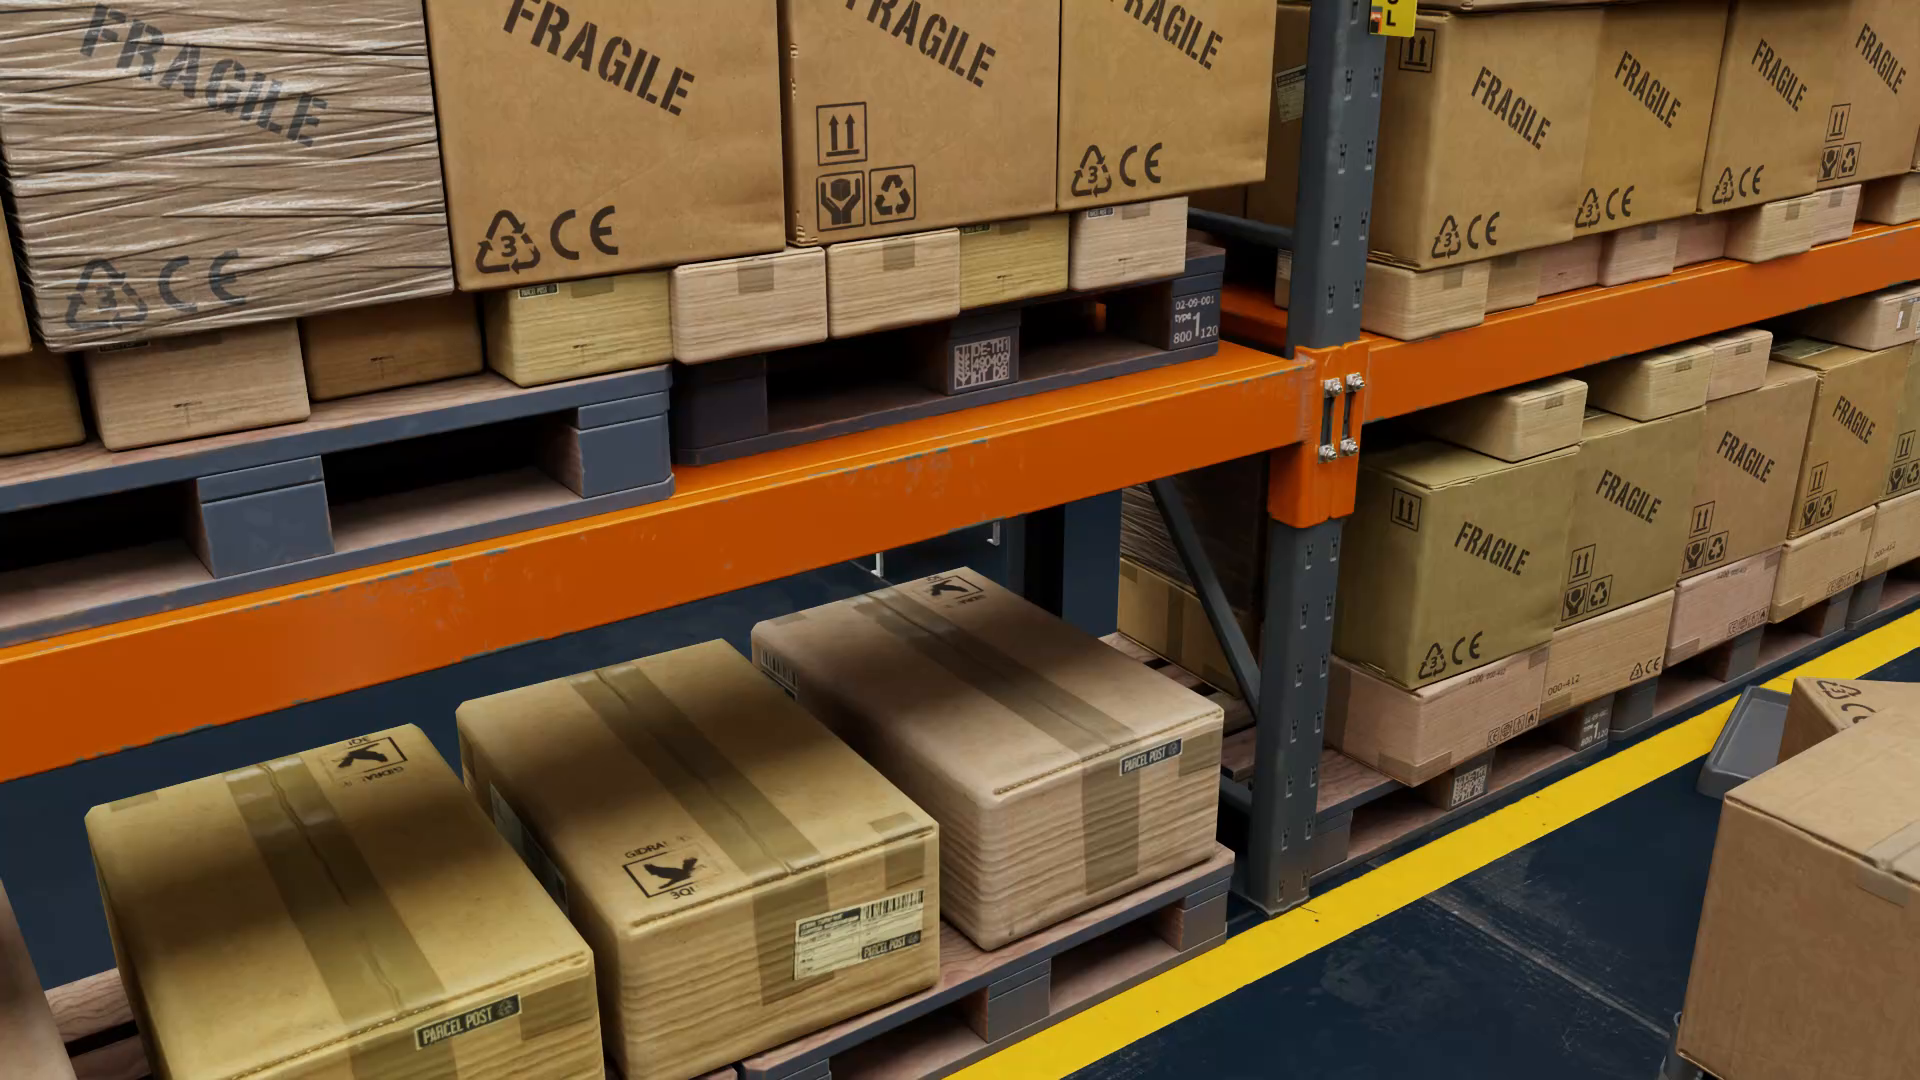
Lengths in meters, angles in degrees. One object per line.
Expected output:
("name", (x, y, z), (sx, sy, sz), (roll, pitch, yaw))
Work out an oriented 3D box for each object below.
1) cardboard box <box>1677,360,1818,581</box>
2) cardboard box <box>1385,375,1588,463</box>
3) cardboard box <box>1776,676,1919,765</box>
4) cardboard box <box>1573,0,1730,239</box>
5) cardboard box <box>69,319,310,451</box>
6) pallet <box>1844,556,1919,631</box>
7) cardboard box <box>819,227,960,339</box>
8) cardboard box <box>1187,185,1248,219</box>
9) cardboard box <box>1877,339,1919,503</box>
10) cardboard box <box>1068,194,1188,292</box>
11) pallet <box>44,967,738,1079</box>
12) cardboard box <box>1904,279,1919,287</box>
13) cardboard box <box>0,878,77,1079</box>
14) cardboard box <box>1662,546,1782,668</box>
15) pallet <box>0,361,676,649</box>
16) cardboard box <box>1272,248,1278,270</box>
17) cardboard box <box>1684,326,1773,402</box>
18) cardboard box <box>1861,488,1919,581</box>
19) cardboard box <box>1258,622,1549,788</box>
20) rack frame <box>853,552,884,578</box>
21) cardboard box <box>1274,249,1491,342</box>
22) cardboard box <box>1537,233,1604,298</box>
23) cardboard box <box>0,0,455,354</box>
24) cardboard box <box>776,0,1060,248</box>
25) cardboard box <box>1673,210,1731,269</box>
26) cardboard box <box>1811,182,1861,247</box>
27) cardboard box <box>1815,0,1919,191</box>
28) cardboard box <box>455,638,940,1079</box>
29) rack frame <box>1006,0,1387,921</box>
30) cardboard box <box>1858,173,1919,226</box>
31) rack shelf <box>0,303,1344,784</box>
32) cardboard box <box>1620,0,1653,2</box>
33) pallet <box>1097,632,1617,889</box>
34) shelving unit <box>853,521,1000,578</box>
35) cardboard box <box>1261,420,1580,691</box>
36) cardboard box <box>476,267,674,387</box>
("cardboard box", (1.945, -0.243, 4.590), (0.500, 0.500, 0.500), (-13, 25, -30))
("cardboard box", (1.232, -0.322, 3.914), (0.250, 0.149, 0.380), (-14, 26, -32))
("cardboard box", (2.124, 0.638, 3.620), (0.500, 0.500, 0.500), (2, 22, 4))
("cardboard box", (1.373, -1.011, 3.847), (0.500, 0.500, 0.500), (-15, 26, -33))
("cardboard box", (-1.075, -0.262, 2.277), (0.250, 0.149, 0.380), (-14, 26, -31))
("pallet", (2.964, -0.088, 5.833), (1.213, 0.211, 1.003), (-15, 26, -33))
("cardboard box", (-0.210, -0.465, 2.787), (0.250, 0.149, 0.380), (-15, 26, -34))
("cardboard box", (0.675, -1.055, 3.957), (0.500, 0.500, 0.500), (-16, 27, -34))
("cardboard box", (2.786, -0.466, 5.148), (0.500, 0.500, 0.500), (-14, 26, -31))
("cardboard box", (0.203, -0.583, 3.083), (0.250, 0.149, 0.380), (-14, 26, -32))
("pallet", (-1.163, 1.030, 3.030), (1.213, 0.211, 1.003), (-15, 26, -33))
("cardboard box", (2.743, -0.728, 4.929), (0.250, 0.149, 0.380), (-14, 26, -32))
("cardboard box", (-1.729, 0.910, 2.547), (0.625, 0.372, 0.950), (-16, 27, -34))
("cardboard box", (1.952, 0.102, 4.738), (0.500, 0.250, 0.500), (-15, 26, -34))
("pallet", (-1.205, -0.185, 2.572), (1.213, 0.211, 1.003), (-15, 26, -33))
("cardboard box", (0.740, -0.800, 4.193), (0.250, 0.149, 0.380), (-14, 26, -32))
("cardboard box", (1.865, -0.493, 4.342), (0.250, 0.149, 0.380), (-13, 25, -30))
("cardboard box", (2.782, -0.118, 5.287), (0.500, 0.250, 0.500), (-15, 26, -33))
("cardboard box", (1.096, 0.336, 4.150), (0.500, 0.250, 0.500), (-16, 27, -35))
("rack frame", (-0.332, -0.469, 5.452), (0.015, 1.200, 0.240), (-15, 26, -33))
("cardboard box", (0.902, -0.554, 3.578), (0.250, 0.149, 0.380), (-15, 26, -33))
("cardboard box", (1.275, -0.691, 3.921), (0.250, 0.149, 0.380), (-15, 26, -33))
("cardboard box", (-1.031, -0.579, 2.197), (0.500, 0.500, 0.500), (-16, 27, -35))
("cardboard box", (-0.184, -0.802, 2.757), (0.500, 0.500, 0.500), (-15, 26, -33))
("cardboard box", (1.694, -0.802, 4.197), (0.250, 0.149, 0.380), (-15, 26, -33))
("cardboard box", (2.134, -0.891, 4.422), (0.250, 0.149, 0.380), (-15, 26, -33))
("cardboard box", (2.187, -1.231, 4.398), (0.500, 0.500, 0.500), (-15, 26, -32))
("cardboard box", (-0.547, 0.597, 3.332), (0.625, 0.372, 0.950), (-13, 25, -30))
("rack frame", (0.459, -0.699, 3.602), (0.127, 3.000, 1.000), (-15, 26, -33))
("cardboard box", (2.530, -1.005, 4.708), (0.250, 0.149, 0.380), (-15, 26, -33))
("rack shelf", (-1.164, 0.068, 2.650), (4.000, 0.370, 1.077), (-15, 26, -33))
("cardboard box", (1.370, -1.482, 3.679), (0.500, 0.500, 0.700), (-15, 26, -33))
("pallet", (0.984, 0.440, 4.510), (1.213, 0.211, 1.003), (-15, 26, -33))
("shelving unit", (-0.134, -0.521, 5.584), (0.503, 1.200, 0.258), (-15, 26, -33))
("cardboard box", (1.096, -0.012, 4.011), (0.500, 0.500, 0.500), (-14, 25, -30))
("cardboard box", (-0.634, -0.367, 2.541), (0.250, 0.149, 0.380), (-15, 26, -33))
